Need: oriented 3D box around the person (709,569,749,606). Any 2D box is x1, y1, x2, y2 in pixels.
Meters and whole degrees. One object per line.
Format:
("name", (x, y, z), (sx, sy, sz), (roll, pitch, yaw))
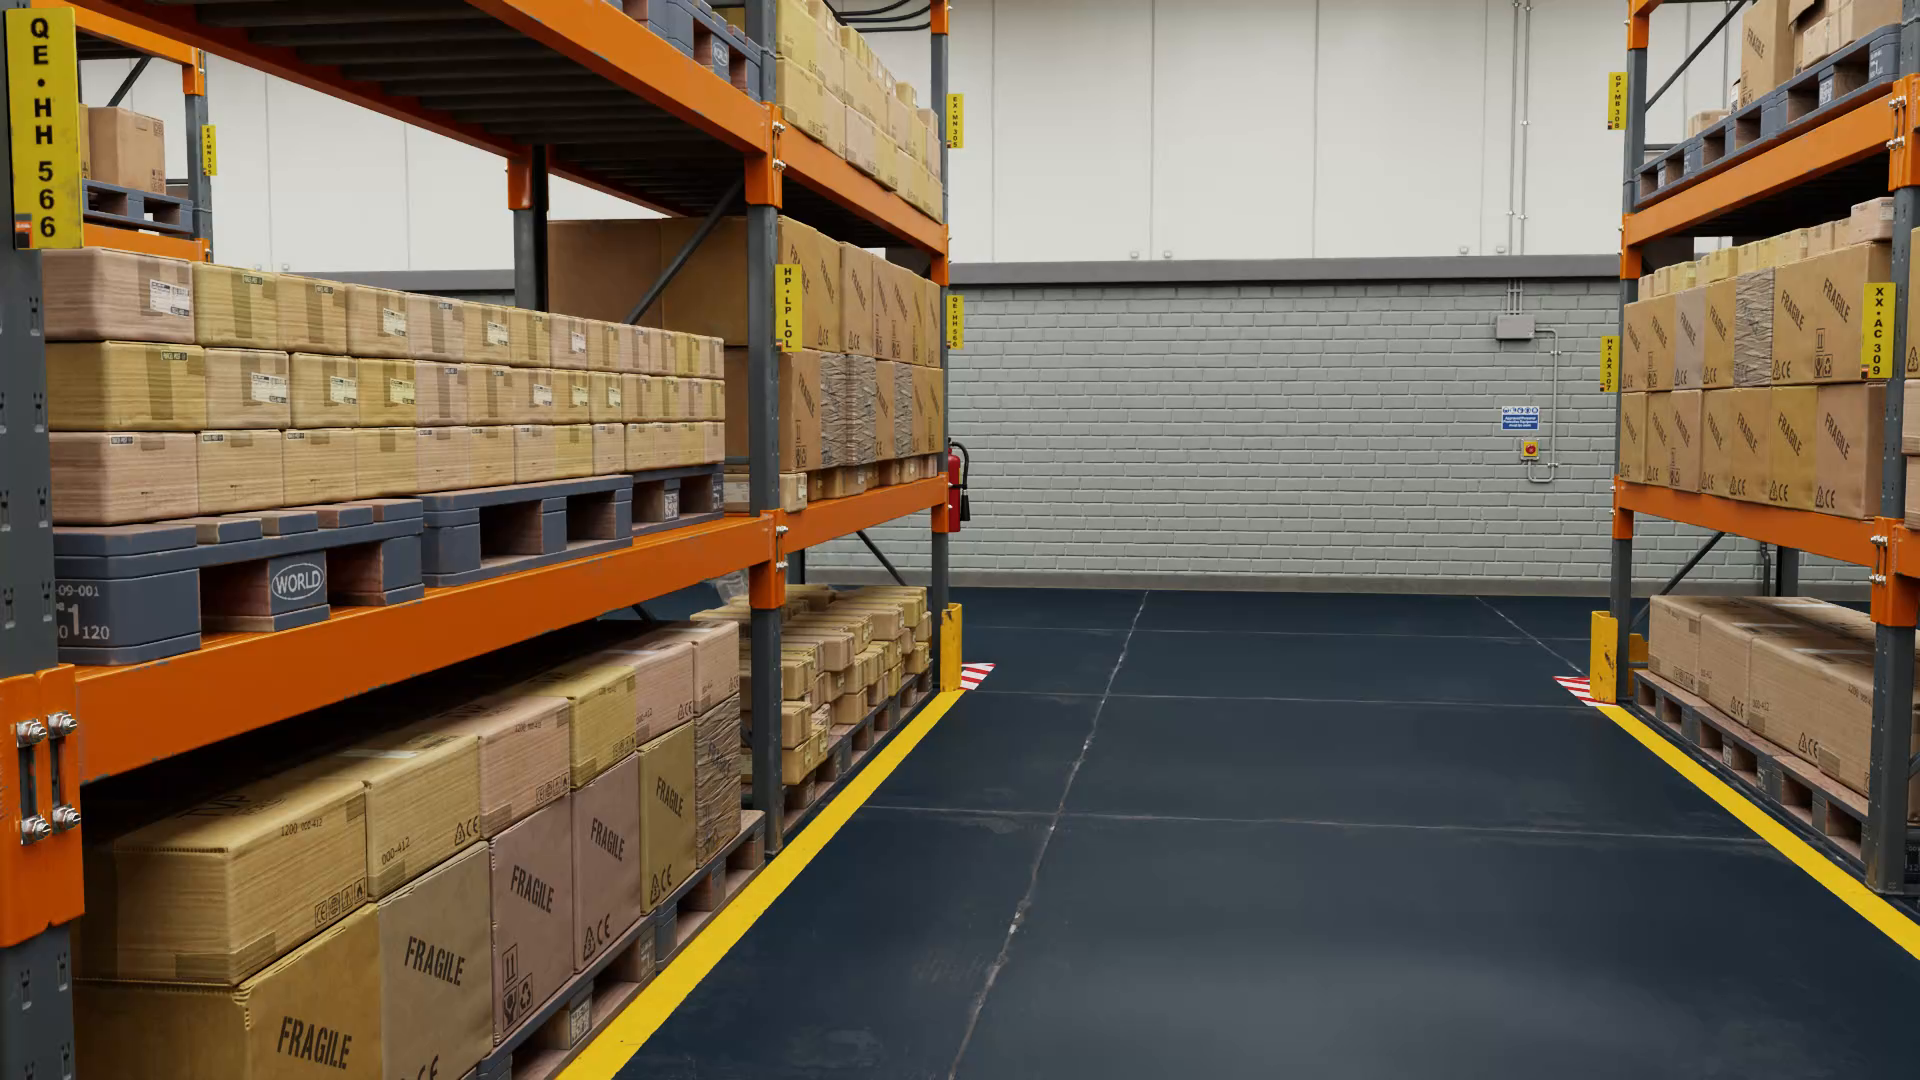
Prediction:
("person", (-1.541, -0.099, 11.385), (0.467, 1.771, 0.609), (0, 4, 1))
